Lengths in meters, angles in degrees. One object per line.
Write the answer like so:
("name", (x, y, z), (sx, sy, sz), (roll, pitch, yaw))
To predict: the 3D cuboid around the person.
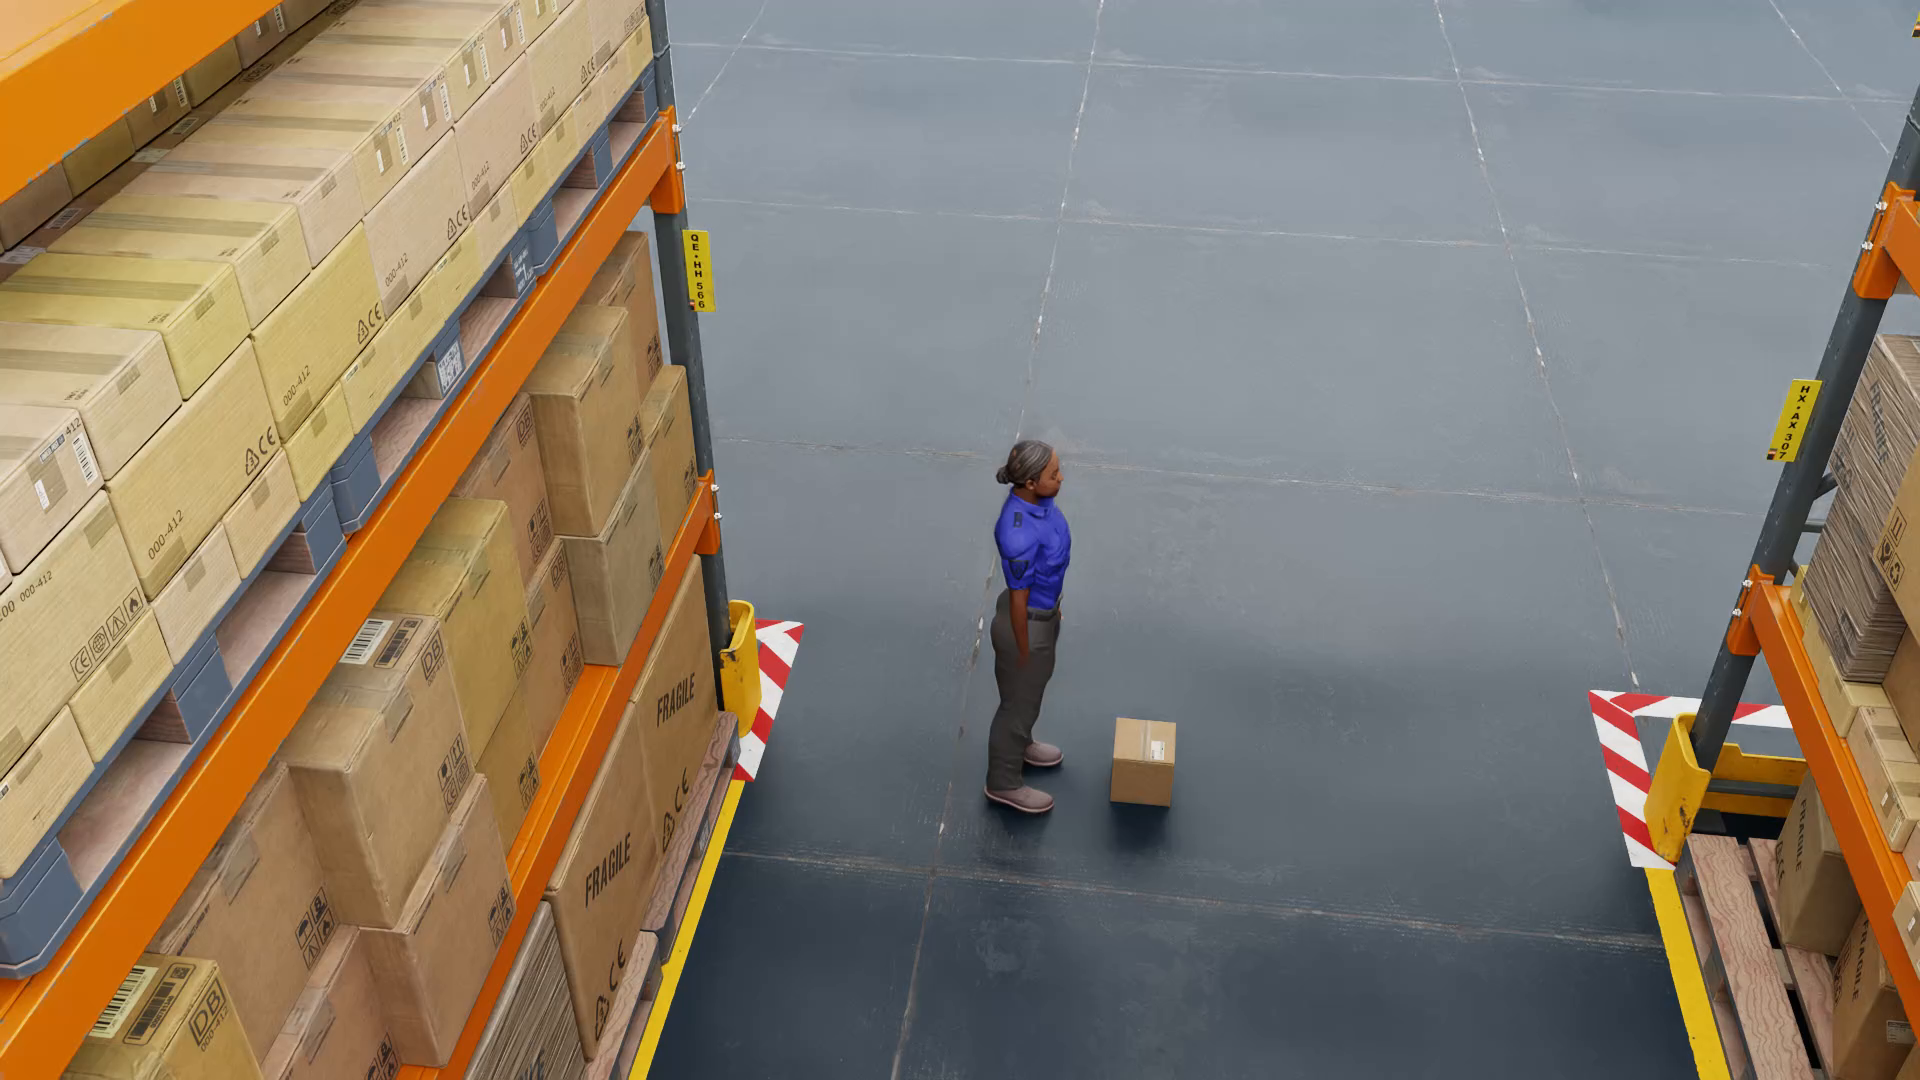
("person", (0.277, 0.337, 6.604), (0.304, 1.652, 0.471), (5, 37, 7))
